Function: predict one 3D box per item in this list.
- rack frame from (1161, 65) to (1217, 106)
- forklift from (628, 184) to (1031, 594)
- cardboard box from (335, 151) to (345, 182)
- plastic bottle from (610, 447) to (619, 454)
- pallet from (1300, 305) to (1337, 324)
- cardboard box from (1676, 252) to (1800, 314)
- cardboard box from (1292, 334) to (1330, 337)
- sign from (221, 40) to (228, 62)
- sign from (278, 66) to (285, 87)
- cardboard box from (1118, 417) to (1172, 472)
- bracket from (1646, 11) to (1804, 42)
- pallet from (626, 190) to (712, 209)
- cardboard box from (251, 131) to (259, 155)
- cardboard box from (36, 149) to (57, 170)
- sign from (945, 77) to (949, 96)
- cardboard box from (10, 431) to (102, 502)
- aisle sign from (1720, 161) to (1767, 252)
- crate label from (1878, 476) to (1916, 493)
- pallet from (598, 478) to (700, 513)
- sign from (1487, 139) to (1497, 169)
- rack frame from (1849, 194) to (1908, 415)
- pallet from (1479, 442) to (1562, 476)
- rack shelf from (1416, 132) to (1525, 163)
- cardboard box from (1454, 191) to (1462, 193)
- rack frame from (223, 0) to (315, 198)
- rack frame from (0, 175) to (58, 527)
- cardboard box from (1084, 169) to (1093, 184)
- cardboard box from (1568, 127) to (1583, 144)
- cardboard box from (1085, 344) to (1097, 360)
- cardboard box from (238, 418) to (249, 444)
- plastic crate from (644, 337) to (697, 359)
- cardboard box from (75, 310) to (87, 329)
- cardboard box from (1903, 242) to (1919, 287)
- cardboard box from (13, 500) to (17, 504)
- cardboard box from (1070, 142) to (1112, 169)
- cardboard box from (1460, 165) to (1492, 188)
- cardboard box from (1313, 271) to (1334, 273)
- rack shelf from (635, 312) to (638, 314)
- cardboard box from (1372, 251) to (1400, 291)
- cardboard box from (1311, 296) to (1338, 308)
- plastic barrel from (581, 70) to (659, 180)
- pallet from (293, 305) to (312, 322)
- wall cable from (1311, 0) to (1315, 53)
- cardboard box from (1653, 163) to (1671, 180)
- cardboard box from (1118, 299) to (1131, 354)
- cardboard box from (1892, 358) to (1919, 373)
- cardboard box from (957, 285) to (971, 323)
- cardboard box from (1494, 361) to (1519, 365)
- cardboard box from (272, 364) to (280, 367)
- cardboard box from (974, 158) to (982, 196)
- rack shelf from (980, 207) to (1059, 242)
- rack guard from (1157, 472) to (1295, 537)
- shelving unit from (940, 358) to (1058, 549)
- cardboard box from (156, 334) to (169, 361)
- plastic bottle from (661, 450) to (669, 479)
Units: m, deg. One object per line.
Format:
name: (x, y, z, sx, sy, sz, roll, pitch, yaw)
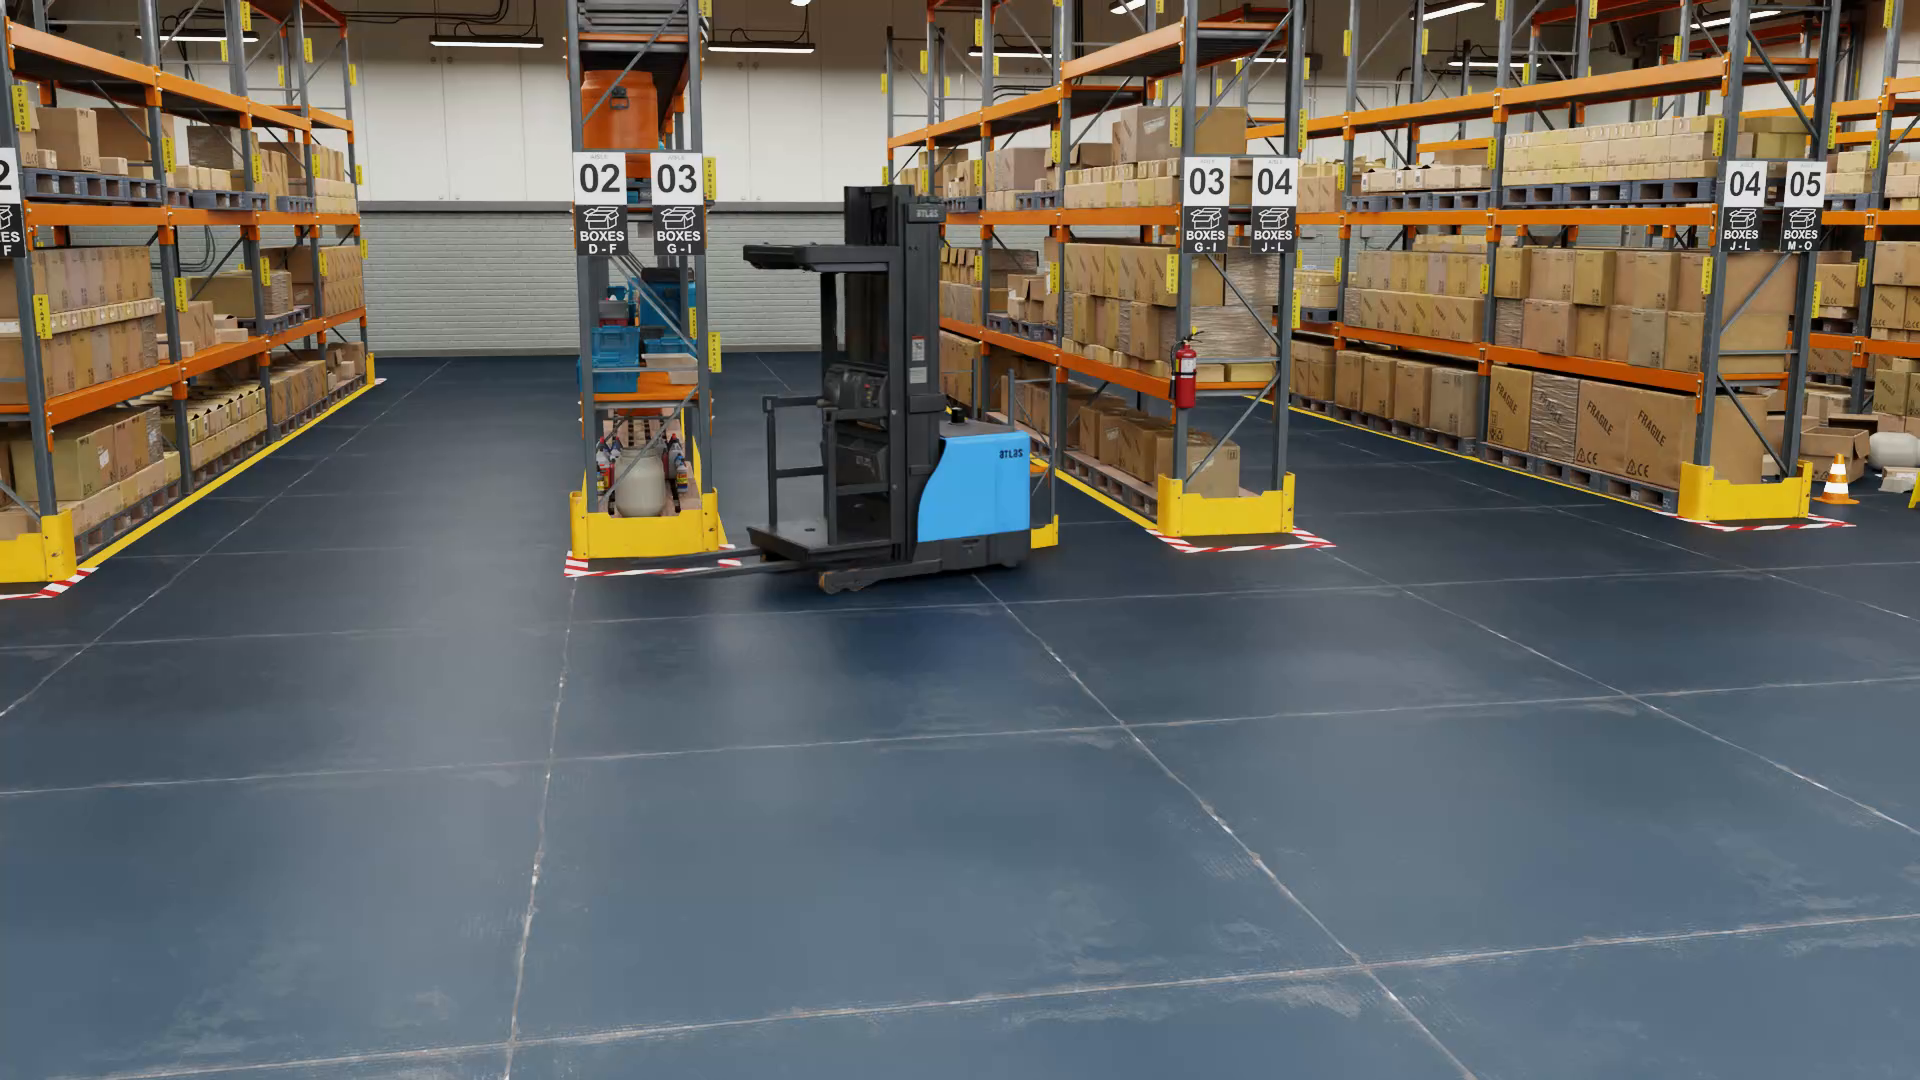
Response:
rack frame: (4.114, -7.582, 29.966, 1.000, 3.000, 0.127, -2, 11, -11)
forklift: (-0.966, -1.156, 12.430, 3.031, 2.935, 1.130, -7, 13, -31)
cardboard box: (-10.373, -6.034, 26.912, 0.700, 0.500, 0.500, -2, 11, -11)
plastic bottle: (-3.399, -0.783, 16.407, 0.097, 0.271, 0.097, 0, 11, 0)
pallet: (5.427, -3.200, 23.502, 1.213, 0.211, 1.003, -2, 11, -11)
cardboard box: (7.192, -2.374, 15.359, 0.875, 0.550, 0.550, -2, 11, -11)
cardboard box: (5.372, -3.026, 25.629, 0.500, 0.250, 0.500, -2, 11, -8)
sign: (-10.246, -6.809, 23.191, 0.100, 0.325, 0.005, -2, 11, -11)
sign: (-11.021, -7.539, 27.028, 0.100, 0.325, 0.005, -2, 11, -11)
cardboard box: (1.918, -0.960, 16.781, 0.500, 0.500, 0.500, -3, 11, -16)
bracket: (14.415, -9.693, 31.428, 0.076, 0.066, 4.783, -2, 11, -11)
pallet: (-3.059, -3.344, 16.227, 1.213, 0.211, 1.003, -2, 11, -11)
cardboard box: (-9.210, -4.928, 21.099, 0.500, 0.500, 0.500, -2, 11, -11)
cardboard box: (-7.433, -3.027, 13.227, 0.380, 0.149, 0.250, -2, 11, -11)
sign: (-0.236, -7.935, 29.111, 0.100, 0.325, 0.005, -2, 11, -11)
cardboard box: (-7.362, -0.601, 13.558, 0.500, 0.500, 0.500, -2, 11, -11)
aisle sign: (6.946, -2.954, 14.740, 0.394, 0.787, 0.004, -2, 11, -11)
crate label: (9.476, -0.564, 16.794, 0.250, 0.136, 0.298, -9, 14, -40)
pallet: (-2.965, -0.373, 15.594, 1.003, 0.211, 1.213, -2, 11, -11)
sign: (5.918, -4.295, 18.492, 0.100, 0.325, 0.005, -2, 11, -11)
rack frame: (11.284, -2.633, 20.006, 1.000, 3.000, 0.127, -2, 11, -11)
pallet: (6.519, -0.922, 18.476, 1.003, 0.211, 1.213, -2, 11, -11)
rack shelf: (9.339, -6.864, 29.186, 1.077, 0.370, 4.000, -2, 11, -11)
cardboard box: (9.192, -6.242, 29.797, 0.500, 0.311, 0.500, -2, 11, -10)
rack frame: (-9.711, -6.327, 23.372, 1.000, 3.000, 0.127, -2, 11, -11)
rack frame: (-7.377, -1.179, 12.369, 1.000, 3.000, 0.127, -2, 11, -11)
cardboard box: (1.475, -3.700, 16.927, 0.380, 0.149, 0.250, -2, 11, -11)
cardboard box: (6.434, -4.119, 16.941, 0.380, 0.149, 0.250, -2, 11, -11)
cardboard box: (1.488, -1.915, 16.905, 0.380, 0.149, 0.250, -2, 11, -11)
cardboard box: (-8.393, -1.228, 18.855, 0.500, 0.250, 0.500, -2, 11, -10)
plastic crate: (-2.814, -1.826, 16.166, 0.499, 0.251, 0.616, -2, 11, -11)
cardboard box: (-7.444, -1.816, 13.713, 0.380, 0.149, 0.250, -3, 11, -13)
cardboard box: (11.235, -3.136, 18.914, 0.700, 0.500, 0.500, -2, 11, -11)
cardboard box: (-7.880, -0.214, 13.527, 0.500, 0.250, 0.500, -2, 11, -11)
cardboard box: (1.569, -4.093, 18.255, 0.797, 0.503, 0.637, -3, 11, -14)
cardboard box: (6.154, -4.213, 19.298, 0.500, 0.250, 0.500, -2, 11, -10)
cardboard box: (5.468, -3.922, 24.736, 0.380, 0.149, 0.250, -2, 11, -12)
rack shelf: (-5.240, -3.573, 26.870, 1.077, 0.370, 4.000, -2, 11, -11)
cardboard box: (5.847, -3.533, 21.793, 0.700, 0.500, 0.500, -2, 11, -12)
cardboard box: (5.123, -3.324, 23.189, 0.380, 0.149, 0.250, -2, 11, -10)
plastic barrel: (-2.736, -3.334, 13.396, 0.600, 0.830, 0.708, -2, 11, -11)
pallet: (-9.662, -3.135, 23.160, 1.003, 0.211, 1.213, -2, 11, -11)
wall cable: (6.540, -12.017, 35.616, 2.355, 3.000, 0.029, -2, 11, -11)
cardboard box: (6.730, -3.448, 15.549, 0.380, 0.149, 0.250, -2, 11, -10)
cardboard box: (1.991, -2.016, 15.706, 0.875, 0.500, 0.500, -2, 11, -11)
cardboard box: (11.099, -2.032, 19.341, 0.380, 0.149, 0.250, -2, 11, -10)
cardboard box: (0.251, -3.323, 23.368, 0.500, 0.500, 0.500, -2, 11, -13)
cardboard box: (9.711, -3.167, 28.541, 0.875, 0.438, 0.875, -2, 11, -12)
cardboard box: (-9.741, -2.173, 23.101, 0.500, 0.500, 0.500, -2, 11, -10)
cardboard box: (0.596, -4.846, 22.212, 0.797, 0.503, 0.637, -1, 11, -8)
rack shelf: (1.174, -3.759, 19.827, 1.077, 0.370, 4.000, -2, 11, -11)
rack guard: (2.326, -0.325, 14.565, 1.175, 0.500, 0.348, -2, 11, -11)
shelving unit: (0.264, -0.742, 14.085, 0.587, 1.500, 1.083, -9, 14, -38)
cardboard box: (-8.293, -1.928, 16.704, 0.500, 0.250, 0.500, -1, 11, -7)
plastic bottle: (-2.864, -0.738, 16.140, 0.061, 0.283, 0.133, -2, 11, -11)
